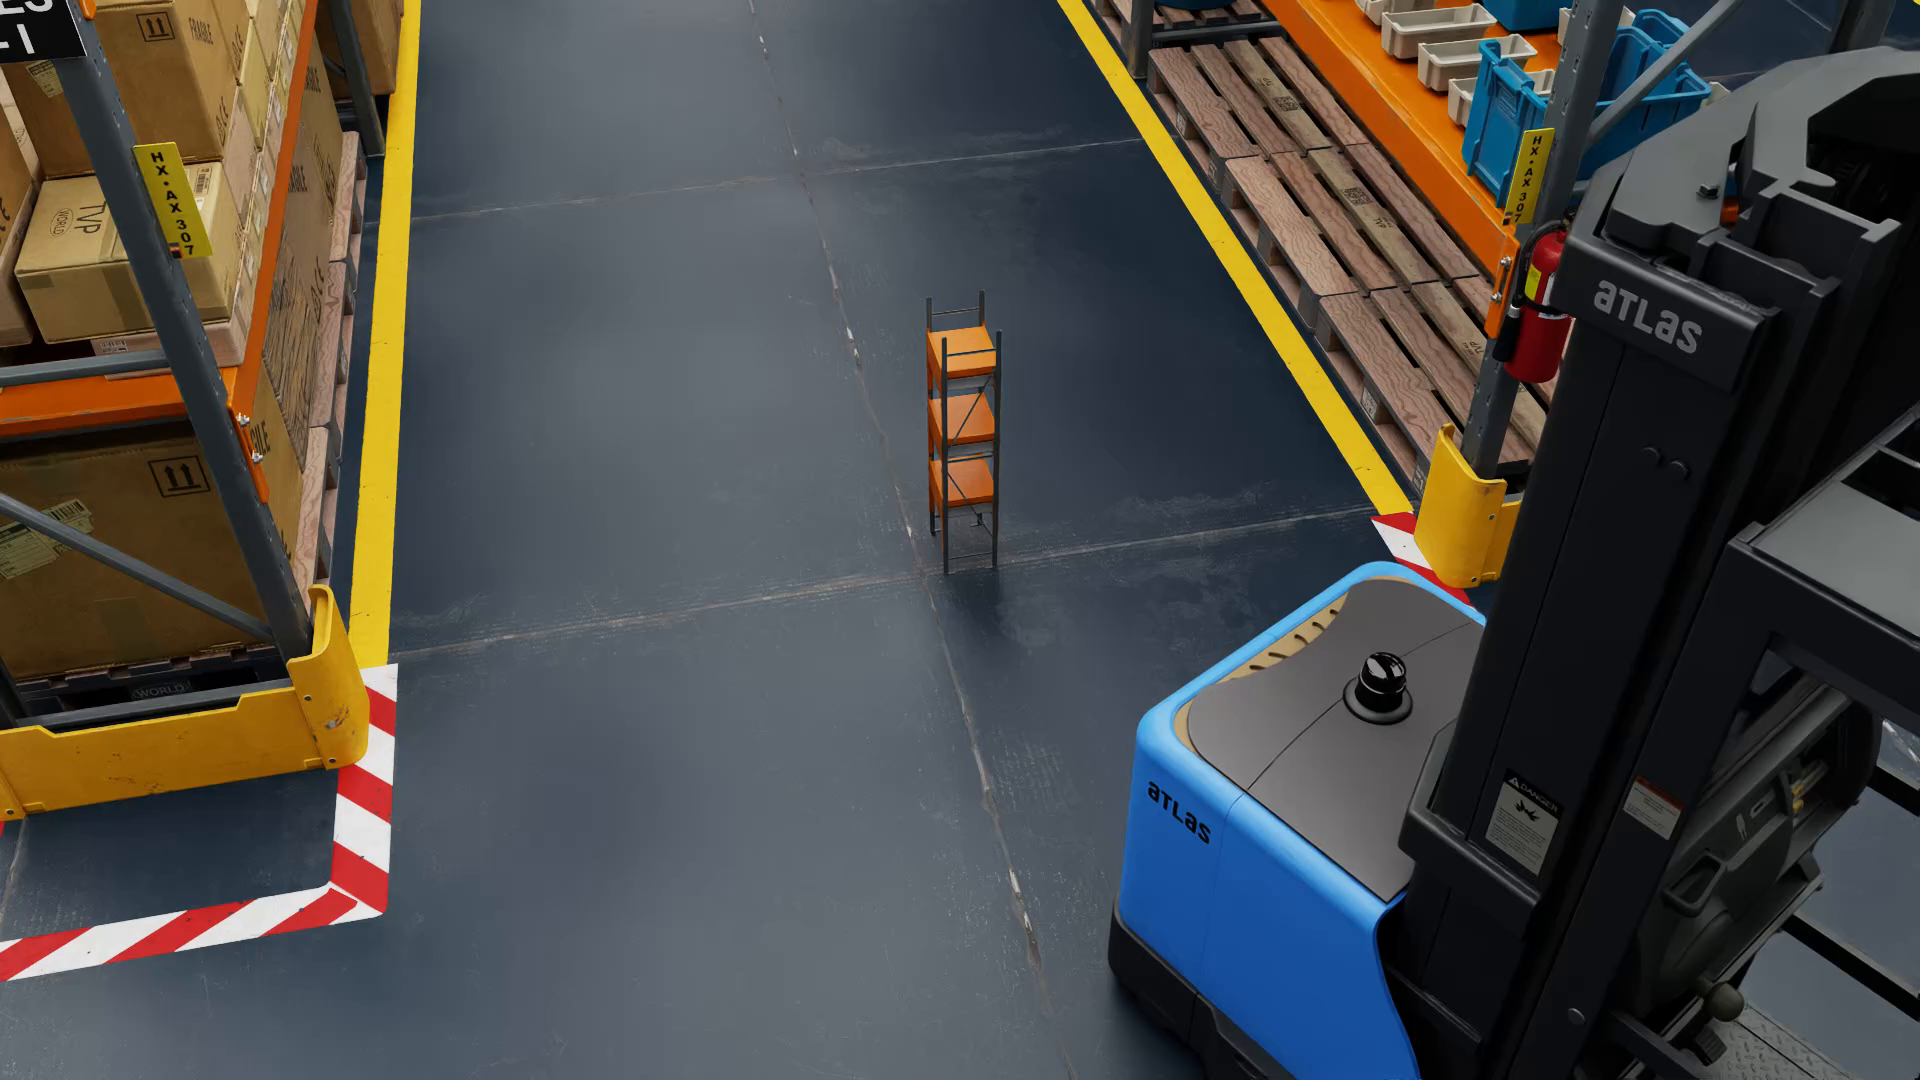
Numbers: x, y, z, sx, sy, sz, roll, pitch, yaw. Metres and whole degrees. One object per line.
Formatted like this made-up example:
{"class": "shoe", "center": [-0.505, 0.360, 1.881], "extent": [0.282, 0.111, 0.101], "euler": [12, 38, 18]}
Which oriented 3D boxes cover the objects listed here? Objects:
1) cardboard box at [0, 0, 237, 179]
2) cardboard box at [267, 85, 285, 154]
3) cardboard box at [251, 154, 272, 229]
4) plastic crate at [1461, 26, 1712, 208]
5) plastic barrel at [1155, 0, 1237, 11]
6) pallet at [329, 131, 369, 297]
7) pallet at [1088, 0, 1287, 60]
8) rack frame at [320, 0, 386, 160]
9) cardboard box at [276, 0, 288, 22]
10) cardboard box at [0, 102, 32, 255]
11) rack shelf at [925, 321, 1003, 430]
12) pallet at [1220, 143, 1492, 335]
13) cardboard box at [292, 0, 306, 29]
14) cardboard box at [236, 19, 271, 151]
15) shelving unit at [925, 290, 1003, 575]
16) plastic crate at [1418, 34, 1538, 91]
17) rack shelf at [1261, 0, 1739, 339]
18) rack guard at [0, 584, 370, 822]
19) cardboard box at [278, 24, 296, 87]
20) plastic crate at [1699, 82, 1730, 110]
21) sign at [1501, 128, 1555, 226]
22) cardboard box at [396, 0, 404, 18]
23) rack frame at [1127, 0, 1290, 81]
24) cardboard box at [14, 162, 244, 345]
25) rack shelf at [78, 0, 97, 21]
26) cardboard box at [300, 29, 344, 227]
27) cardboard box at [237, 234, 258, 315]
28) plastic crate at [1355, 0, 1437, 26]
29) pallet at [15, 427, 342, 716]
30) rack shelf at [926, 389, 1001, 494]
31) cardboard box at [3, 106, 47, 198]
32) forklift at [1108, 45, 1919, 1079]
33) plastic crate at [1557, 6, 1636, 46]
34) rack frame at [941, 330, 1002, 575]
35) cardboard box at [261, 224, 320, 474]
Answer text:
{"class": "cardboard box", "center": [-2.500, -1.444, 4.942], "extent": [0.500, 0.500, 0.500], "euler": [-9, 42, -10]}
{"class": "cardboard box", "center": [-2.586, -1.451, 5.815], "extent": [0.380, 0.149, 0.250], "euler": [-9, 42, -10]}
{"class": "cardboard box", "center": [-2.476, -1.119, 5.441], "extent": [0.380, 0.149, 0.250], "euler": [-9, 42, -10]}
{"class": "plastic crate", "center": [2.030, -1.371, 5.463], "extent": [0.616, 0.435, 0.499], "euler": [-8, 42, -9]}
{"class": "plastic barrel", "center": [1.320, -3.465, 9.158], "extent": [0.600, 0.901, 0.708], "euler": [-8, 42, -9]}
{"class": "pallet", "center": [-3.328, -1.481, 7.759], "extent": [1.003, 0.211, 1.213], "euler": [-8, 42, -9]}
{"class": "pallet", "center": [1.295, -3.201, 9.697], "extent": [1.003, 0.211, 1.213], "euler": [-8, 42, -9]}
{"class": "rack frame", "center": [-3.415, -3.028, 7.401], "extent": [1.000, 3.000, 0.127], "euler": [-8, 42, -9]}
{"class": "cardboard box", "center": [-2.839, -2.168, 6.322], "extent": [0.500, 0.250, 0.500], "euler": [-8, 42, -8]}
{"class": "cardboard box", "center": [-2.914, -1.049, 4.496], "extent": [0.500, 0.500, 0.500], "euler": [-8, 42, -9]}
{"class": "rack shelf", "center": [0.012, -0.562, 5.681], "extent": [0.215, 0.259, 0.240], "euler": [-8, 42, -9]}
{"class": "pallet", "center": [1.884, -1.431, 7.703], "extent": [1.003, 0.211, 1.213], "euler": [-8, 42, -9]}
{"class": "cardboard box", "center": [-2.807, -2.116, 6.563], "extent": [0.380, 0.149, 0.250], "euler": [-8, 42, -8]}
{"class": "cardboard box", "center": [-2.616, -1.502, 5.572], "extent": [0.500, 0.250, 0.500], "euler": [-10, 43, -11]}
{"class": "shelving unit", "center": [0.012, -0.358, 5.862], "extent": [0.215, 1.050, 0.252], "euler": [-8, 42, -9]}
{"class": "plastic crate", "center": [1.883, -1.761, 6.128], "extent": [0.396, 0.136, 0.243], "euler": [-8, 42, -9]}
{"class": "rack shelf", "center": [1.853, -2.172, 6.979], "extent": [1.077, 0.370, 4.000], "euler": [-8, 42, -9]}
{"class": "rack guard", "center": [-2.547, 0.516, 5.293], "extent": [1.175, 0.500, 0.348], "euler": [-8, 42, -9]}
{"class": "cardboard box", "center": [-2.698, -1.785, 6.191], "extent": [0.380, 0.149, 0.250], "euler": [-8, 42, -9]}
{"class": "plastic crate", "center": [2.564, -1.495, 5.829], "extent": [0.250, 0.136, 0.298], "euler": [-8, 42, -9]}
{"class": "sign", "center": [1.751, -1.116, 5.125], "extent": [0.100, 0.325, 0.005], "euler": [-8, 42, -9]}
{"class": "cardboard box", "center": [-3.767, -3.381, 9.084], "extent": [1.225, 0.875, 0.875], "euler": [-10, 43, -11]}
{"class": "rack frame", "center": [1.421, -3.737, 8.201], "extent": [1.000, 3.000, 0.127], "euler": [-8, 42, -9]}
{"class": "cardboard box", "center": [-2.392, -0.840, 4.826], "extent": [0.500, 0.250, 0.500], "euler": [-9, 42, -10]}
{"class": "rack shelf", "center": [-2.984, -2.584, 5.184], "extent": [1.077, 0.370, 4.000], "euler": [-8, 42, -9]}
{"class": "cardboard box", "center": [-3.351, -1.951, 7.472], "extent": [0.875, 0.875, 0.875], "euler": [-8, 42, -9]}
{"class": "cardboard box", "center": [-2.363, -0.784, 5.063], "extent": [0.380, 0.149, 0.250], "euler": [-9, 42, -10]}
{"class": "plastic crate", "center": [1.717, -2.127, 6.540], "extent": [0.298, 0.136, 0.250], "euler": [-8, 42, -9]}
{"class": "pallet", "center": [-2.801, 0.101, 5.977], "extent": [1.003, 0.211, 1.213], "euler": [-8, 42, -9]}
{"class": "rack shelf", "center": [0.012, -0.350, 5.869], "extent": [0.215, 0.259, 0.240], "euler": [-8, 42, -9]}
{"class": "cardboard box", "center": [-3.025, -1.095, 5.113], "extent": [0.500, 0.250, 0.500], "euler": [-9, 42, -10]}
{"class": "forklift", "center": [1.764, 0.692, 3.263], "extent": [1.130, 2.935, 3.031], "euler": [-30, 49, -29]}
{"class": "plastic crate", "center": [2.418, -1.935, 6.324], "extent": [0.250, 0.136, 0.298], "euler": [-8, 42, -9]}
{"class": "rack frame", "center": [0.038, -0.279, 5.773], "extent": [0.200, 1.050, 0.008], "euler": [-8, 42, -9]}
{"class": "cardboard box", "center": [-2.965, -0.791, 6.165], "extent": [0.875, 0.875, 0.875], "euler": [-8, 42, -9]}
